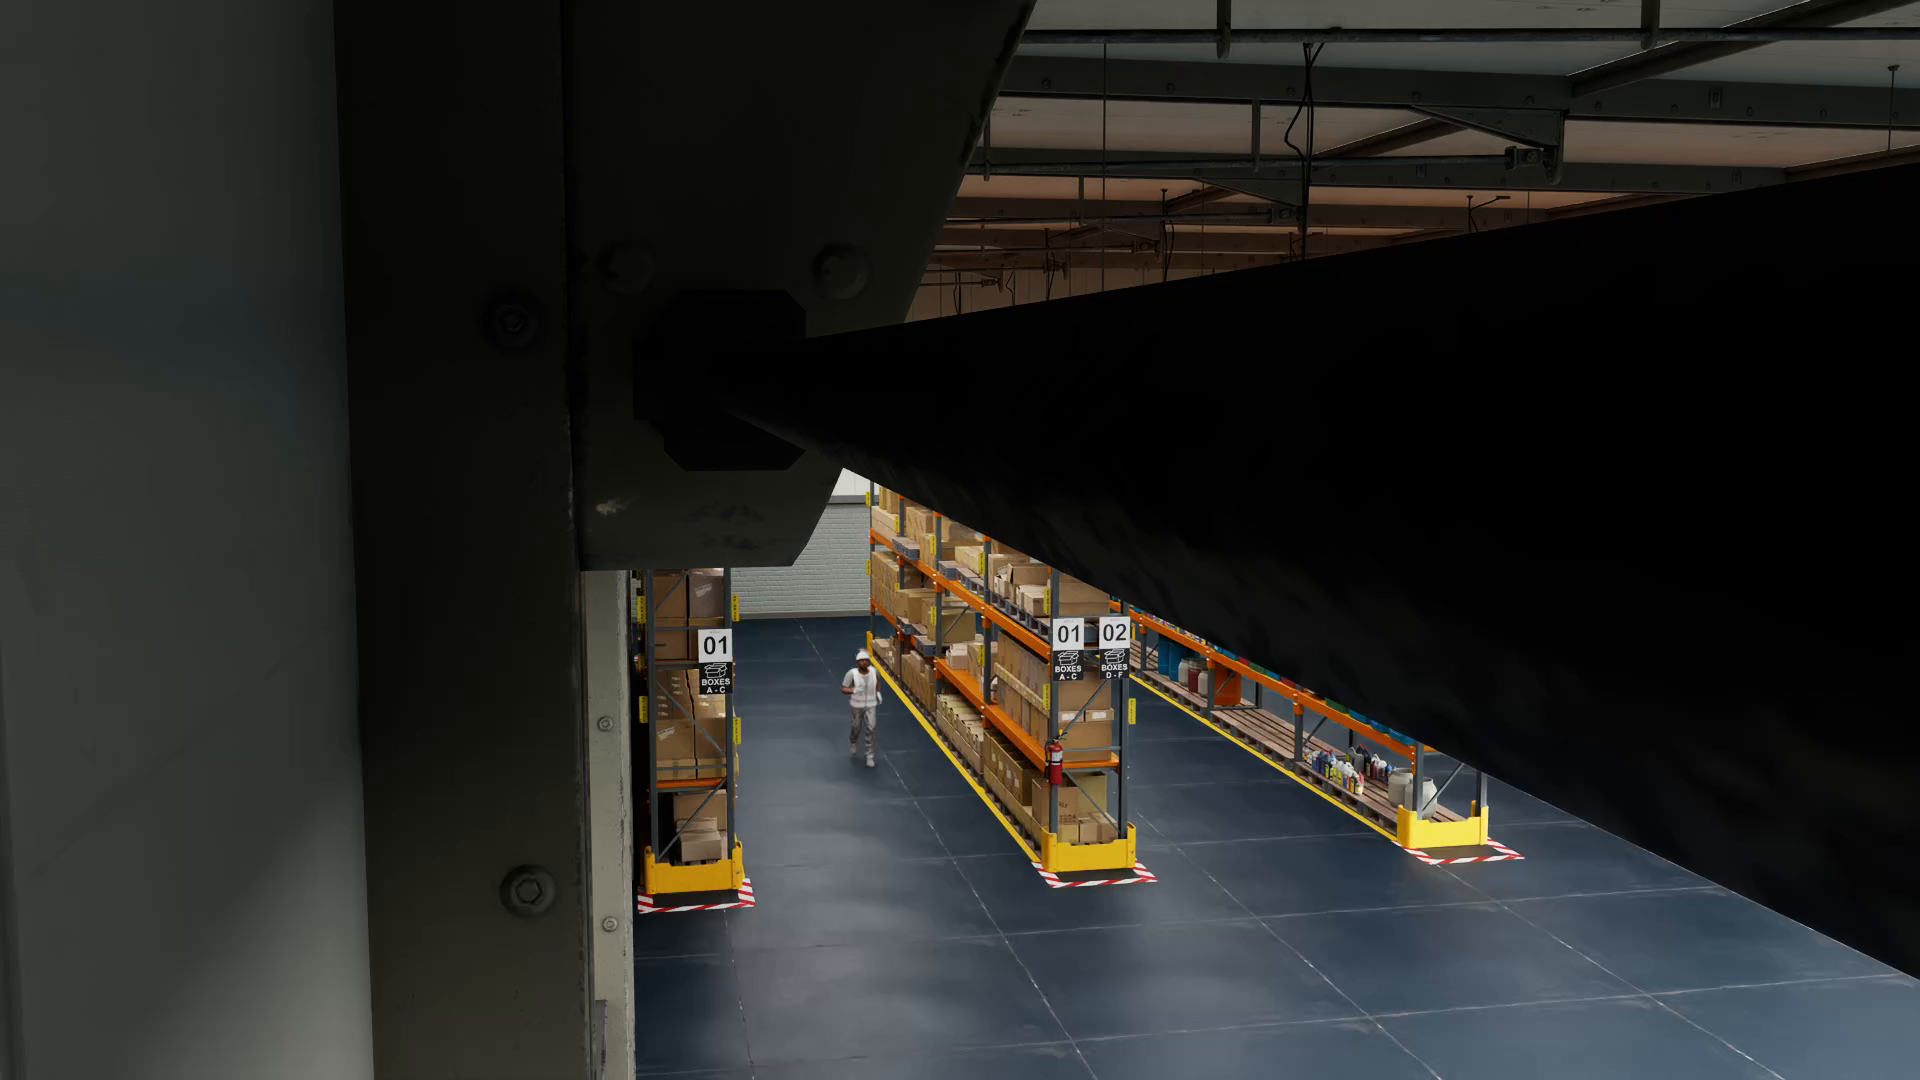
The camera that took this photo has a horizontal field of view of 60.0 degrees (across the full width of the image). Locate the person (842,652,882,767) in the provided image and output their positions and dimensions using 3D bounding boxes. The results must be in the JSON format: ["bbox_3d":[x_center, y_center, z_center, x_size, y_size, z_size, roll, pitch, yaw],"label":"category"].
[{"bbox_3d":[-1.560,2.651,26.499,0.696,1.777,0.956,-2,6,-17],"label":"person"}]
